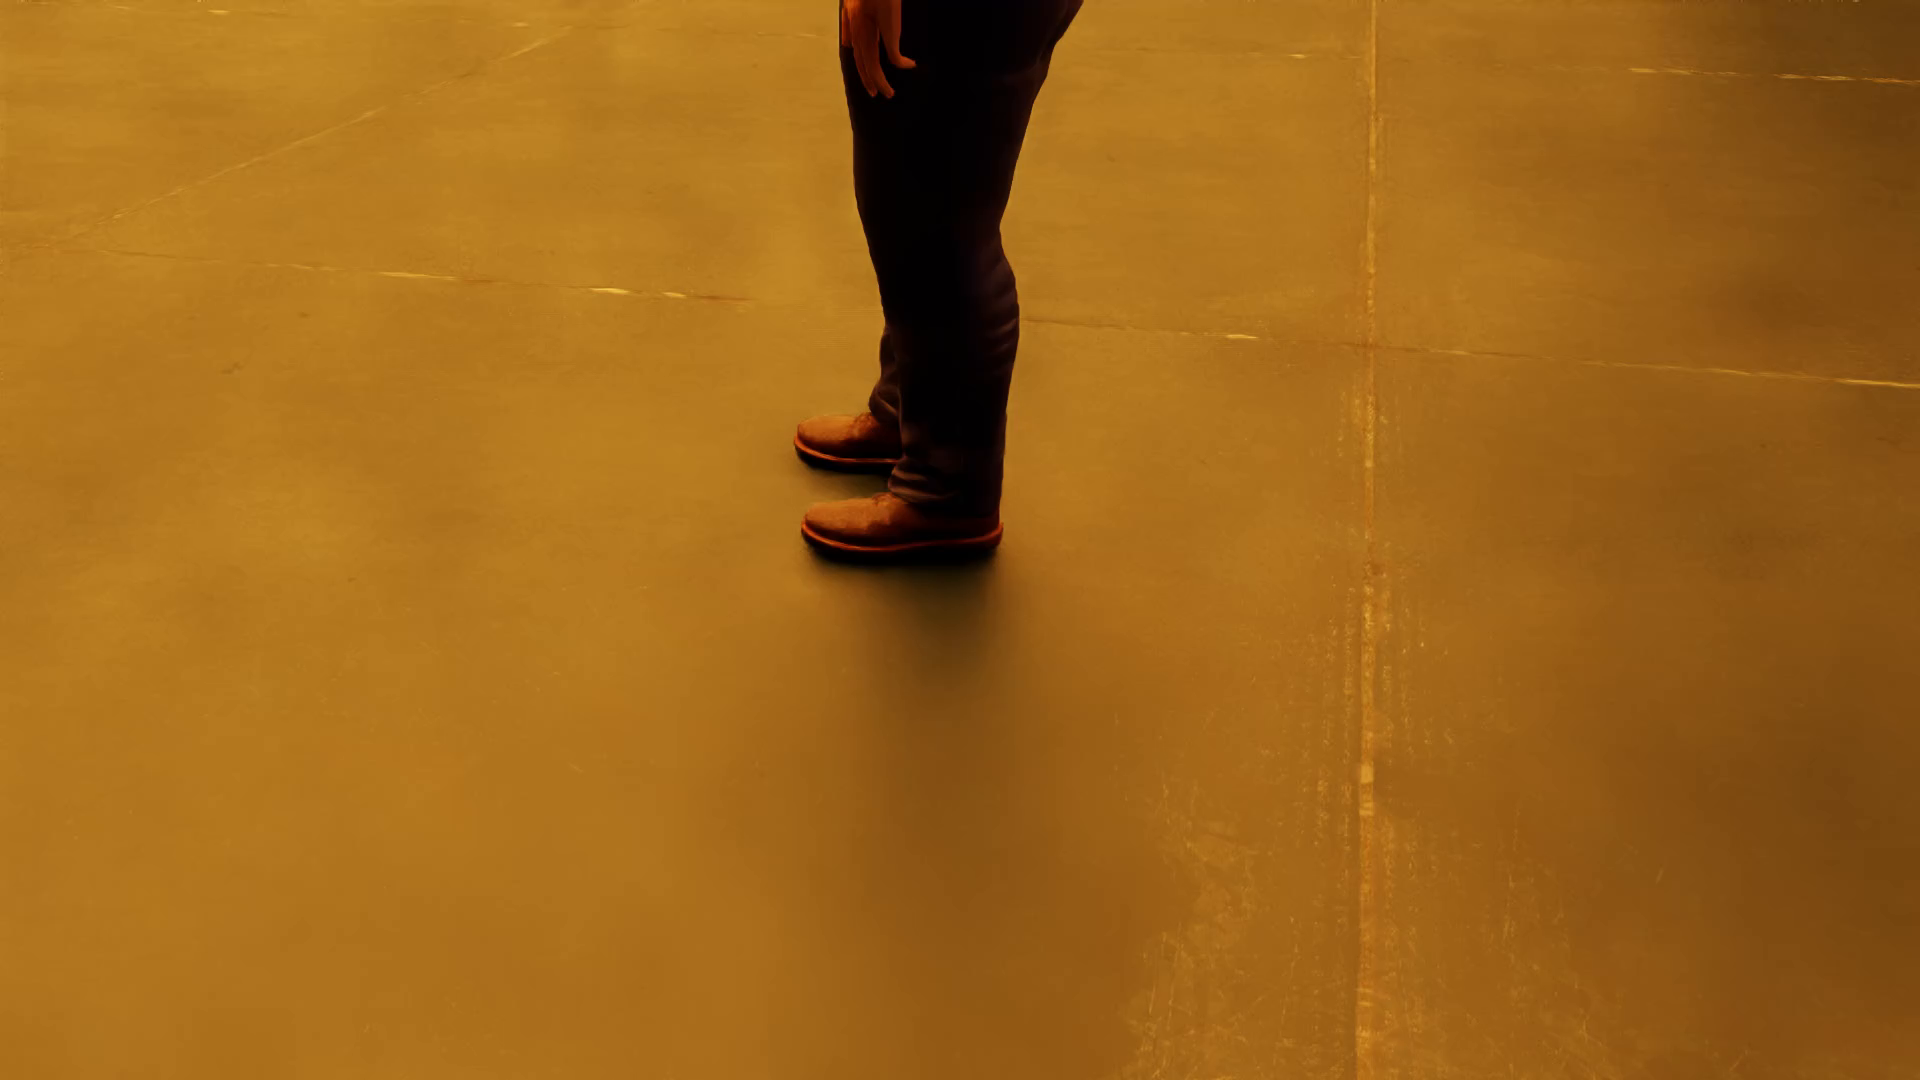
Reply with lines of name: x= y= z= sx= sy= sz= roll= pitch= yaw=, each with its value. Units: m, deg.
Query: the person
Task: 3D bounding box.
person: x=-0.083 y=-0.761 z=2.163 sx=0.502 sy=1.650 sz=0.599 roll=6 pitch=27 yaw=11
